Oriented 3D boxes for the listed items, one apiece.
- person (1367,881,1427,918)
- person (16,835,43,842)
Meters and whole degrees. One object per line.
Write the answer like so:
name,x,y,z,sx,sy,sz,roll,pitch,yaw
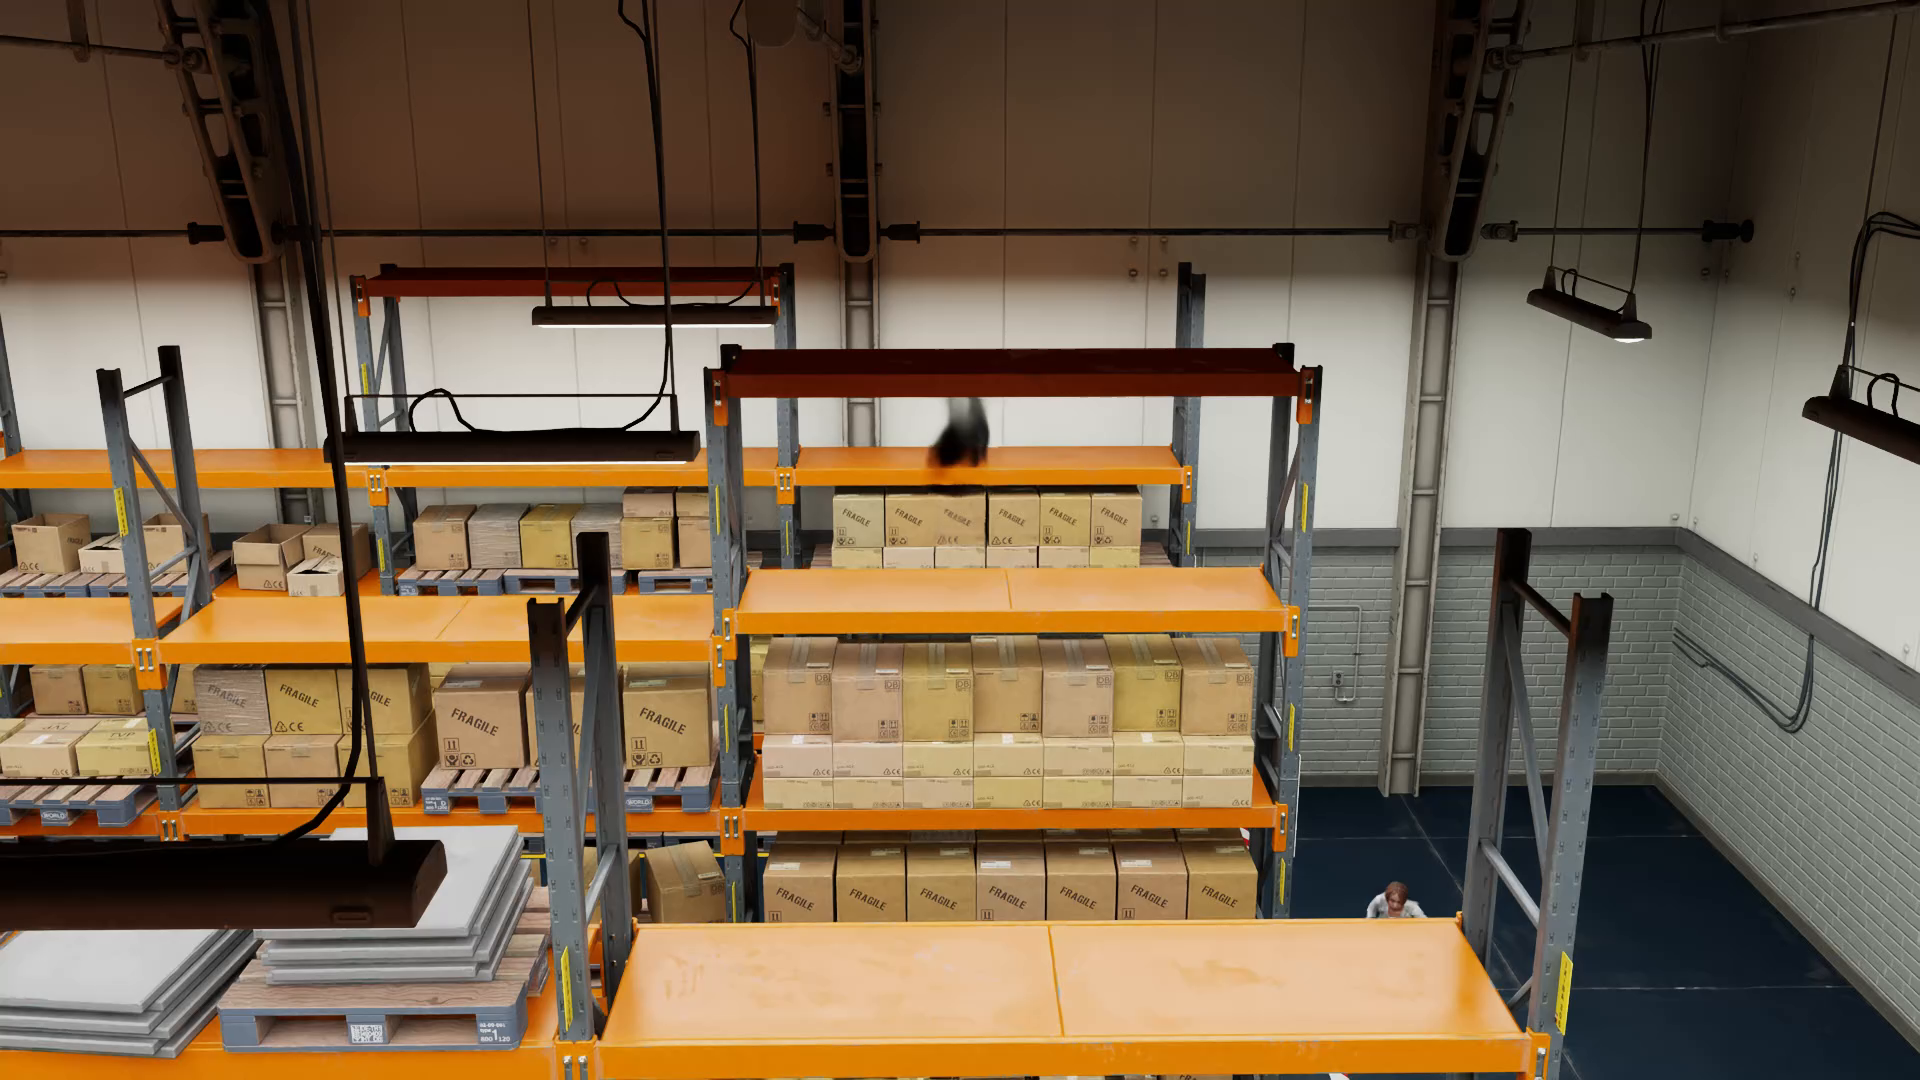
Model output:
person,3.749,3.448,14.226,0.539,1.413,0.947,6,17,21
person,-7.875,3.215,14.520,0.802,1.646,0.637,6,17,20
